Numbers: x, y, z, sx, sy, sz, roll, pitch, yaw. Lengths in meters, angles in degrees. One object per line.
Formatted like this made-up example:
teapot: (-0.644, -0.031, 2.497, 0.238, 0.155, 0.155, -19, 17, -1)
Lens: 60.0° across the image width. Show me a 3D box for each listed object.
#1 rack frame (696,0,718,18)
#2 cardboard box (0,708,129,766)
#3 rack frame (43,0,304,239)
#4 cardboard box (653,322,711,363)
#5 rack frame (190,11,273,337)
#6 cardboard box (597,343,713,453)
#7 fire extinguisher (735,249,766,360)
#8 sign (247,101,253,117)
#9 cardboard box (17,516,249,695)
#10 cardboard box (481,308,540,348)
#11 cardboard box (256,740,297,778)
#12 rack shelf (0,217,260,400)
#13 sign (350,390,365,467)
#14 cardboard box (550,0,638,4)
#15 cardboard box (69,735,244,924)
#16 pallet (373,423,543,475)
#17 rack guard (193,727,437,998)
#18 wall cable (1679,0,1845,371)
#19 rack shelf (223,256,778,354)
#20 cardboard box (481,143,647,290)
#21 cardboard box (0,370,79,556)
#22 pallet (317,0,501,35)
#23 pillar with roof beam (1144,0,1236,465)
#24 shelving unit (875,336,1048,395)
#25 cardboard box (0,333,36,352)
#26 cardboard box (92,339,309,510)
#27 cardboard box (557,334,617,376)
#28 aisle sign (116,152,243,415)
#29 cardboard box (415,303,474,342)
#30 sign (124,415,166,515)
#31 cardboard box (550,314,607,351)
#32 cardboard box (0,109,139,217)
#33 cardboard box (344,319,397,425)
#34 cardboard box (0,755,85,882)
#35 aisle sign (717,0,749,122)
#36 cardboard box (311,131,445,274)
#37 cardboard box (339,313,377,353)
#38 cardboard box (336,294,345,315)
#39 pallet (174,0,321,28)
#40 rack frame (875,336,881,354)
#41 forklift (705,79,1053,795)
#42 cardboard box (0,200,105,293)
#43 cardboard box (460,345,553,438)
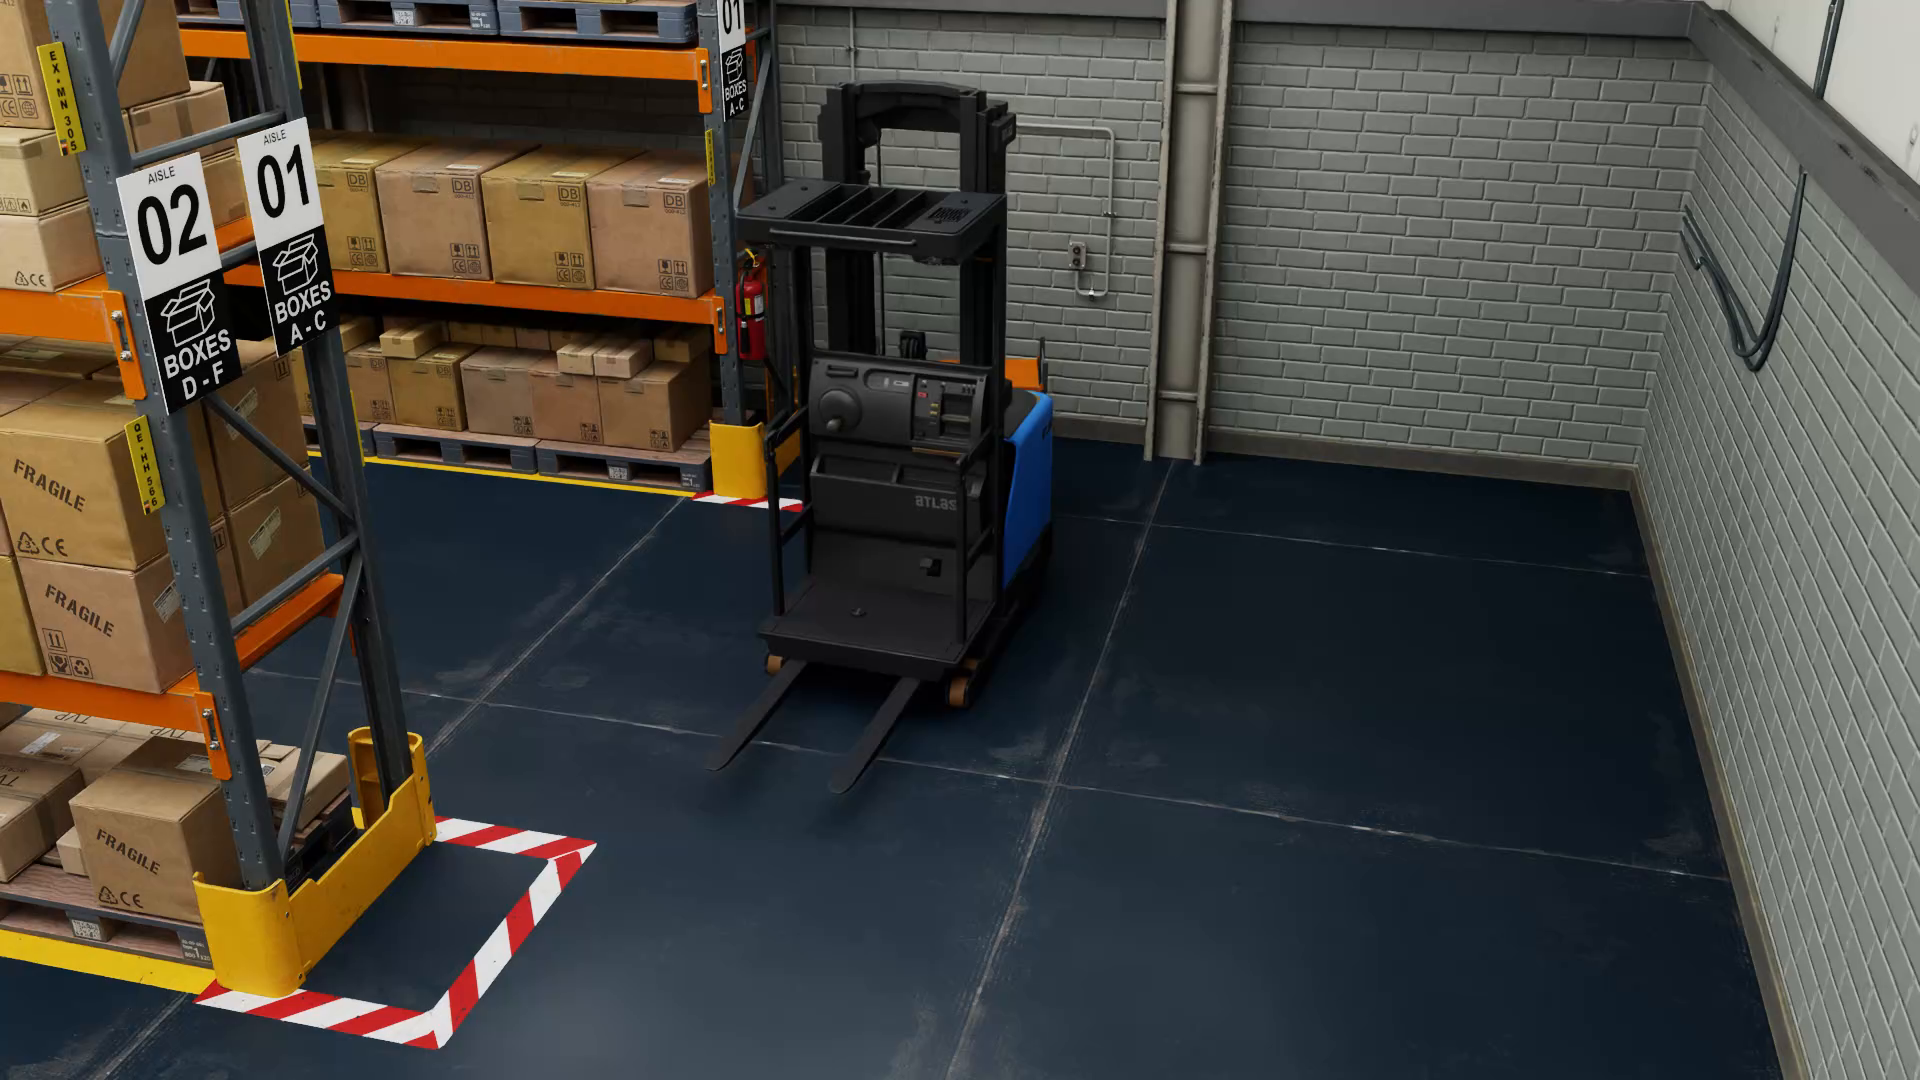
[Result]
rack frame: (-1.341, -4.585, 9.411, 0.127, 3.000, 1.000, 6, 26, 13)
cardboard box: (-3.995, 0.946, 7.460, 0.500, 0.250, 0.500, 6, 26, 13)
rack frame: (-2.571, -2.522, 5.078, 0.127, 3.000, 1.000, 6, 26, 13)
cardboard box: (-1.873, -1.333, 11.225, 0.250, 0.149, 0.380, 6, 26, 13)
rack frame: (-5.215, -2.304, 11.600, 0.127, 3.000, 1.000, 6, 26, 13)
cardboard box: (-2.043, -0.970, 11.218, 0.500, 0.500, 0.700, 6, 26, 13)
fire extinguisher: (-1.309, -1.464, 10.360, 0.183, 0.674, 0.296, 6, 26, 13)
sign: (-5.078, -2.962, 11.883, 0.005, 0.325, 0.100, 6, 26, 13)
cardboard box: (-3.072, 0.207, 6.209, 0.500, 0.500, 0.500, 7, 26, 15)
cardboard box: (-3.101, -1.468, 11.508, 0.250, 0.149, 0.380, 7, 26, 14)
cardboard box: (-3.133, 1.053, 7.333, 0.250, 0.166, 0.380, 6, 26, 13)
rack shelf: (-4.508, -1.057, 6.328, 4.000, 0.370, 1.077, 6, 26, 13)
sign: (-2.436, -0.430, 6.656, 0.005, 0.325, 0.100, 6, 26, 13)
cardboard box: (-2.116, -3.365, 9.909, 0.500, 0.250, 0.500, 7, 26, 15)
cardboard box: (-3.159, 1.161, 6.718, 0.500, 0.500, 0.500, 6, 26, 13)
pallet: (-3.312, -0.801, 11.688, 1.213, 0.211, 1.003, 6, 26, 13)
rack guard: (-2.644, 1.307, 6.922, 0.348, 0.500, 1.175, 6, 26, 13)
wall cable: (4.048, -2.428, 8.494, 0.112, 2.526, 3.097, 6, 26, 13)
rack shelf: (-3.278, -1.765, 11.305, 4.000, 0.370, 1.077, 6, 26, 13)
cardboard box: (-2.544, -2.135, 10.896, 0.700, 0.700, 0.980, 6, 26, 13)
cardboard box: (-3.560, -0.297, 6.104, 0.500, 0.500, 0.500, 7, 26, 14)
pallet: (-3.247, -3.395, 10.505, 1.213, 0.211, 1.003, 6, 26, 13)
pillar with roof beam: (0.418, -2.863, 5.796, 0.400, 9.000, 9.100, 6, 26, 13)
shelving unit: (-0.002, -0.648, 10.302, 1.048, 1.125, 0.538, 0, 25, 0)
cardboard box: (-3.926, -0.575, 6.690, 0.500, 0.500, 0.500, 7, 26, 14)
cardboard box: (-2.935, -0.467, 6.462, 0.500, 0.500, 0.500, 7, 26, 15)
cardboard box: (-2.461, -1.228, 11.004, 0.250, 0.149, 0.380, 7, 26, 14)
aisle sign: (-2.581, -0.852, 5.526, 0.004, 0.787, 0.394, 6, 26, 13)
cardboard box: (-3.596, -1.522, 11.623, 0.250, 0.149, 0.380, 7, 26, 14)
sign: (-2.728, -0.250, 5.570, 0.005, 0.325, 0.100, 6, 26, 13)
cardboard box: (-2.606, -1.414, 11.395, 0.250, 0.149, 0.380, 7, 26, 13)
cardboard box: (-3.132, -1.274, 5.541, 0.500, 0.250, 0.500, 6, 26, 13)
cardboard box: (-4.030, -1.187, 11.673, 0.500, 0.500, 0.700, 6, 26, 12)
cardboard box: (-4.071, 1.160, 7.011, 0.500, 0.250, 0.500, 6, 26, 13)
aisle sign: (-1.346, -2.917, 9.863, 0.004, 0.787, 0.394, 6, 26, 13)
cardboard box: (-3.988, -2.294, 11.230, 0.700, 0.700, 0.980, 6, 26, 12)
cardboard box: (-4.230, -1.423, 11.413, 0.250, 0.149, 0.380, 7, 26, 15)
cardboard box: (-4.607, -1.633, 11.856, 0.250, 0.149, 0.380, 6, 26, 13)
pallet: (-4.425, -3.526, 10.781, 1.213, 0.211, 1.003, 6, 26, 13)
rack frame: (-0.510, -0.650, 10.306, 0.032, 1.125, 0.500, 0, 25, 0)
forklift: (-0.384, -0.661, 8.228, 1.130, 2.935, 3.031, 8, 27, 16)
cardboard box: (-3.134, -1.045, 5.640, 0.500, 0.250, 0.500, 6, 26, 13)
cardboard box: (-3.015, -1.077, 11.443, 0.500, 0.500, 0.700, 5, 26, 11)
